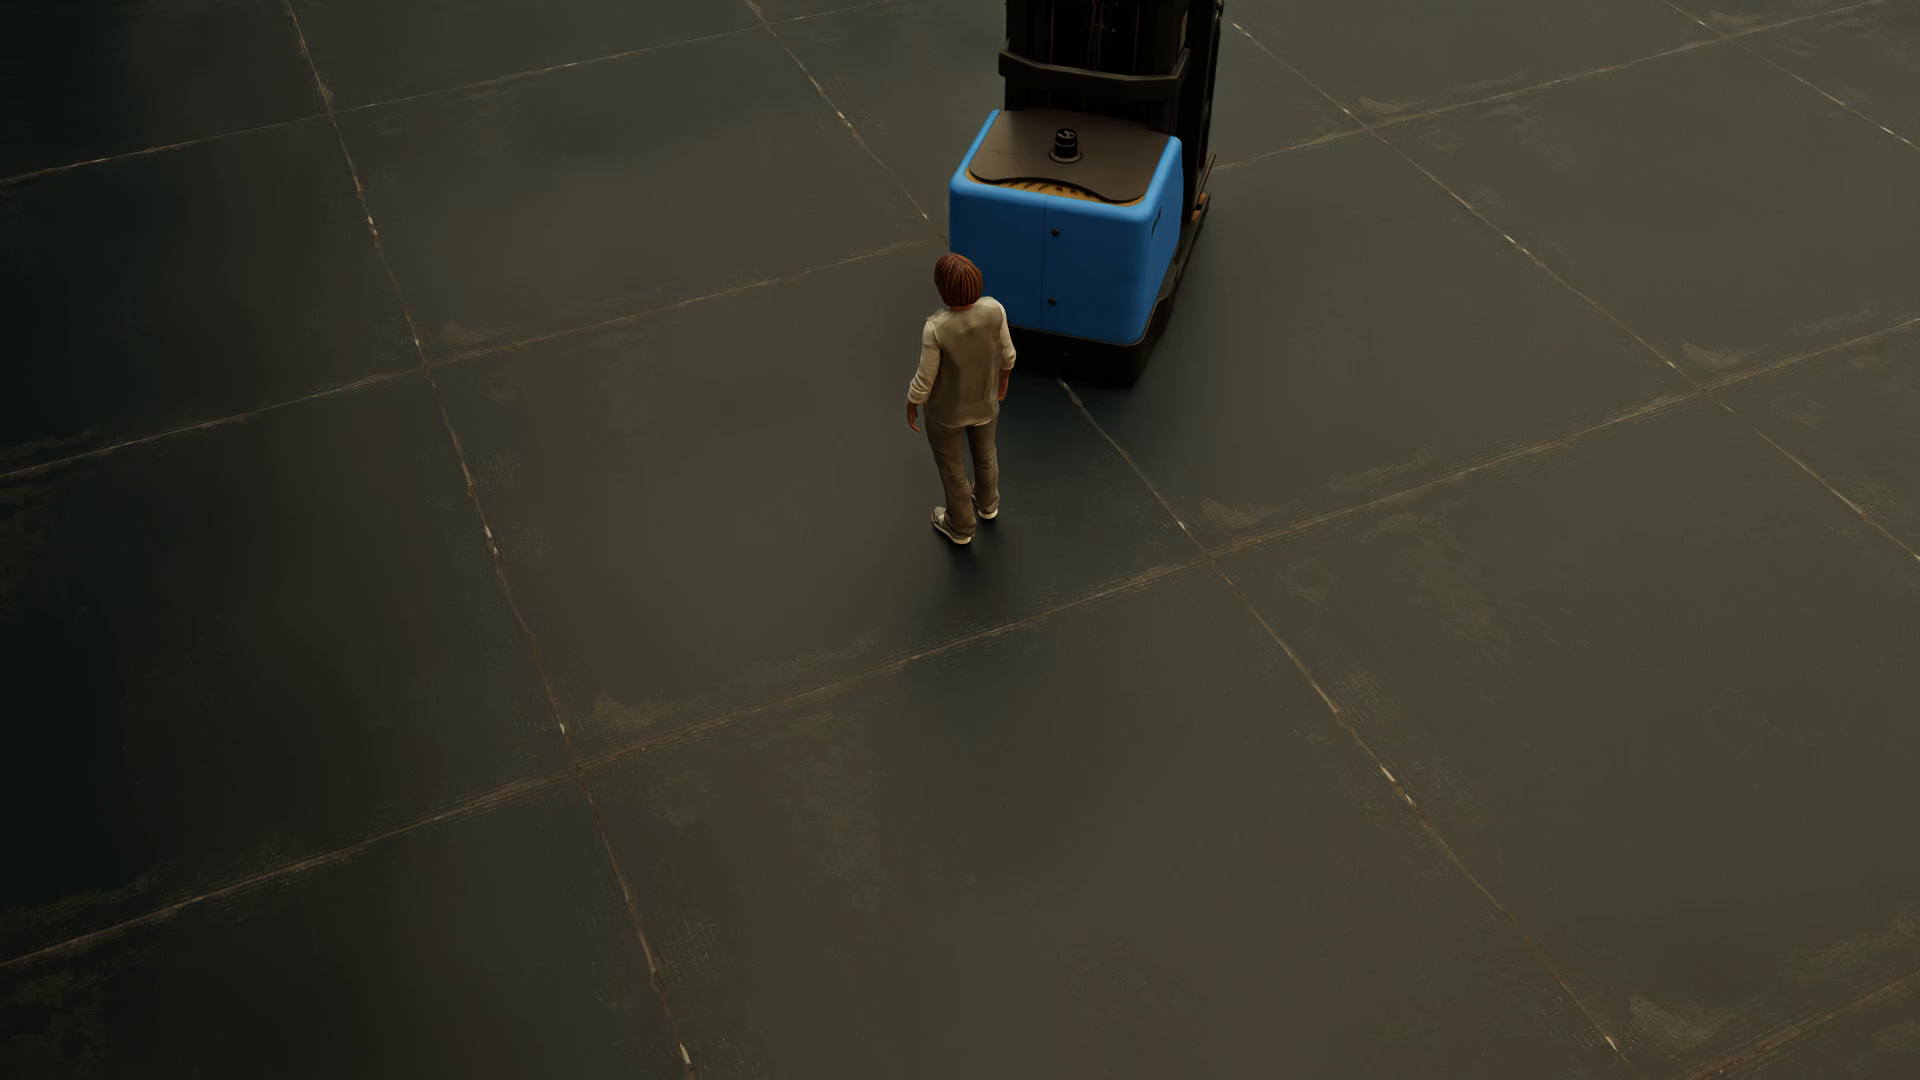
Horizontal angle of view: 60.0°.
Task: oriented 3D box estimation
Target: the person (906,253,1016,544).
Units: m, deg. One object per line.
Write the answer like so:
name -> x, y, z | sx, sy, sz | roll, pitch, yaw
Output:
person -> -0.018, -0.639, 7.332 | 0.519, 1.598, 0.474 | -18, 46, -18

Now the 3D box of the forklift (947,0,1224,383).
forklift -> 0.850, -2.902, 8.790 | 1.130, 2.935, 3.031 | 12, 44, 12
